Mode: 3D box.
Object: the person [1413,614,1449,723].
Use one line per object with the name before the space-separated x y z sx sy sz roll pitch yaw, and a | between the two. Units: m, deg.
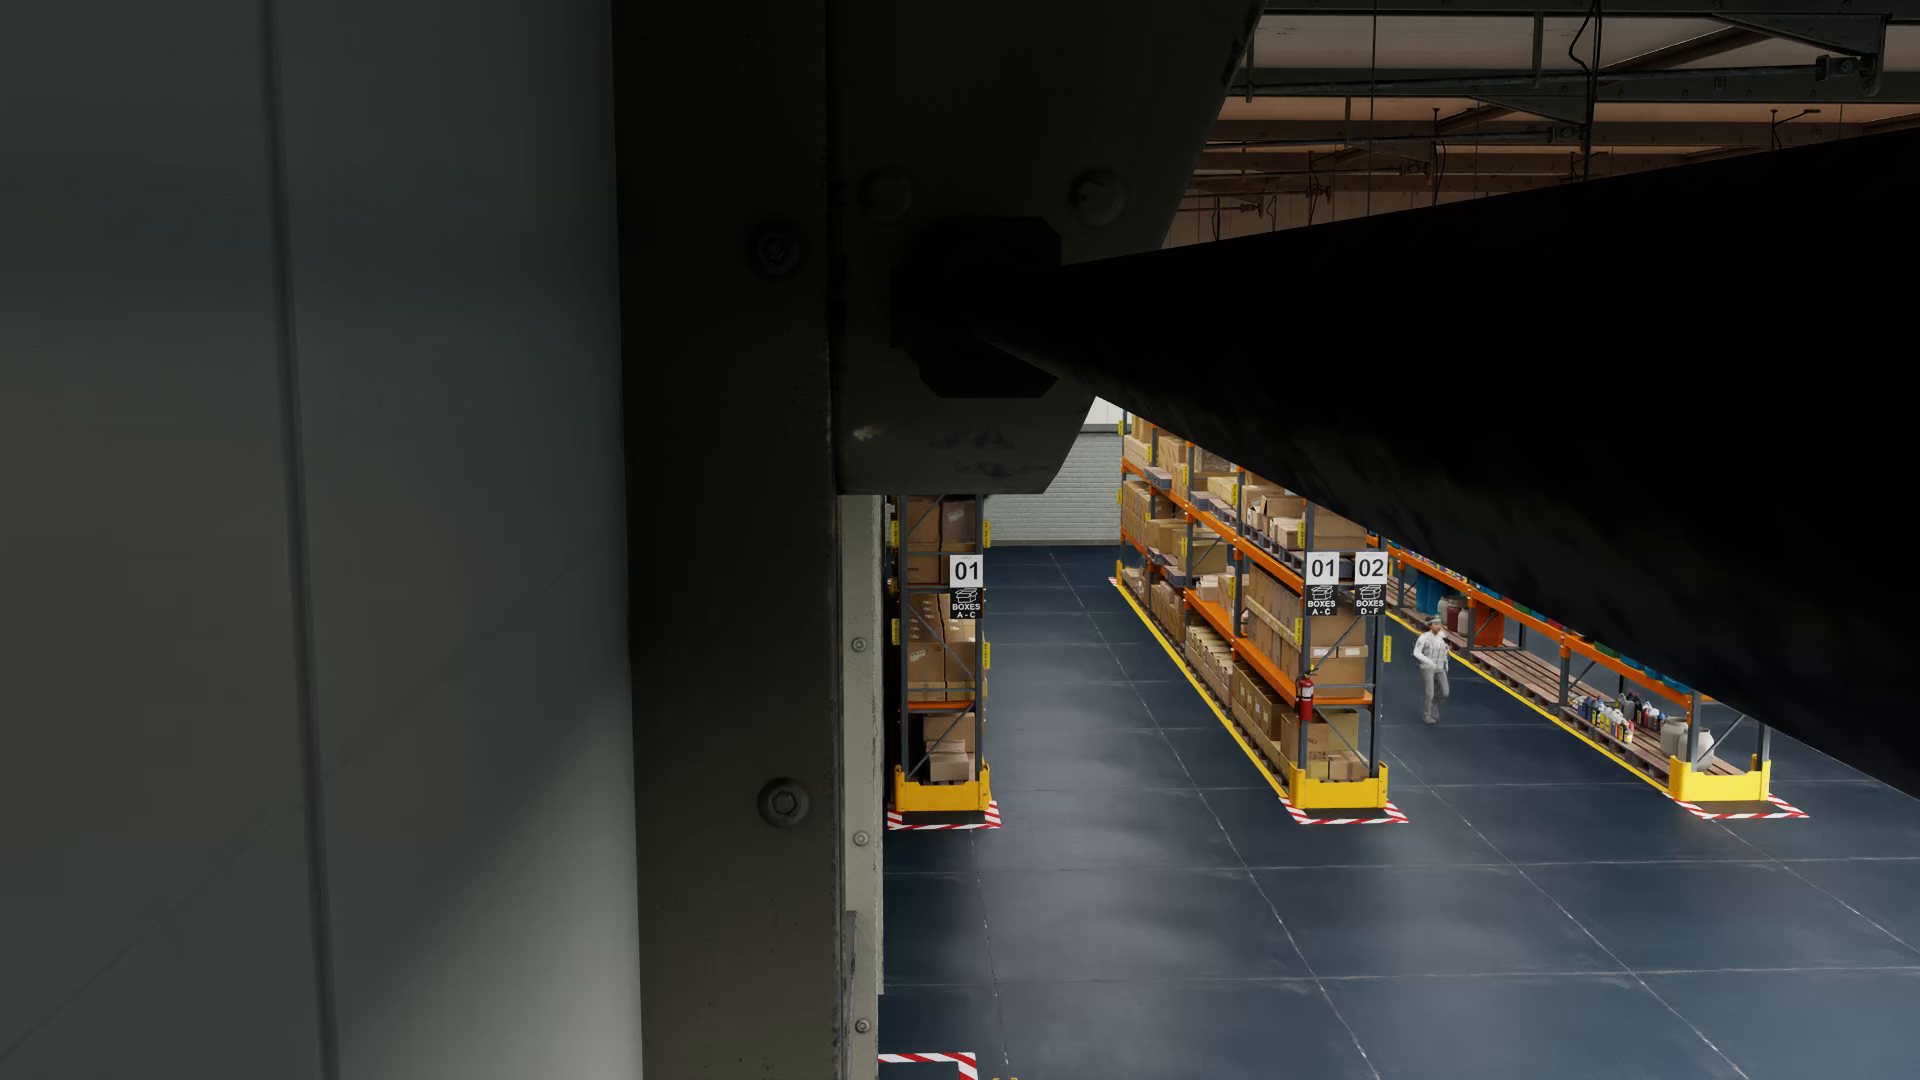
person | 6.988 1.906 24.497 0.631 1.651 0.537 -2 9 -13
